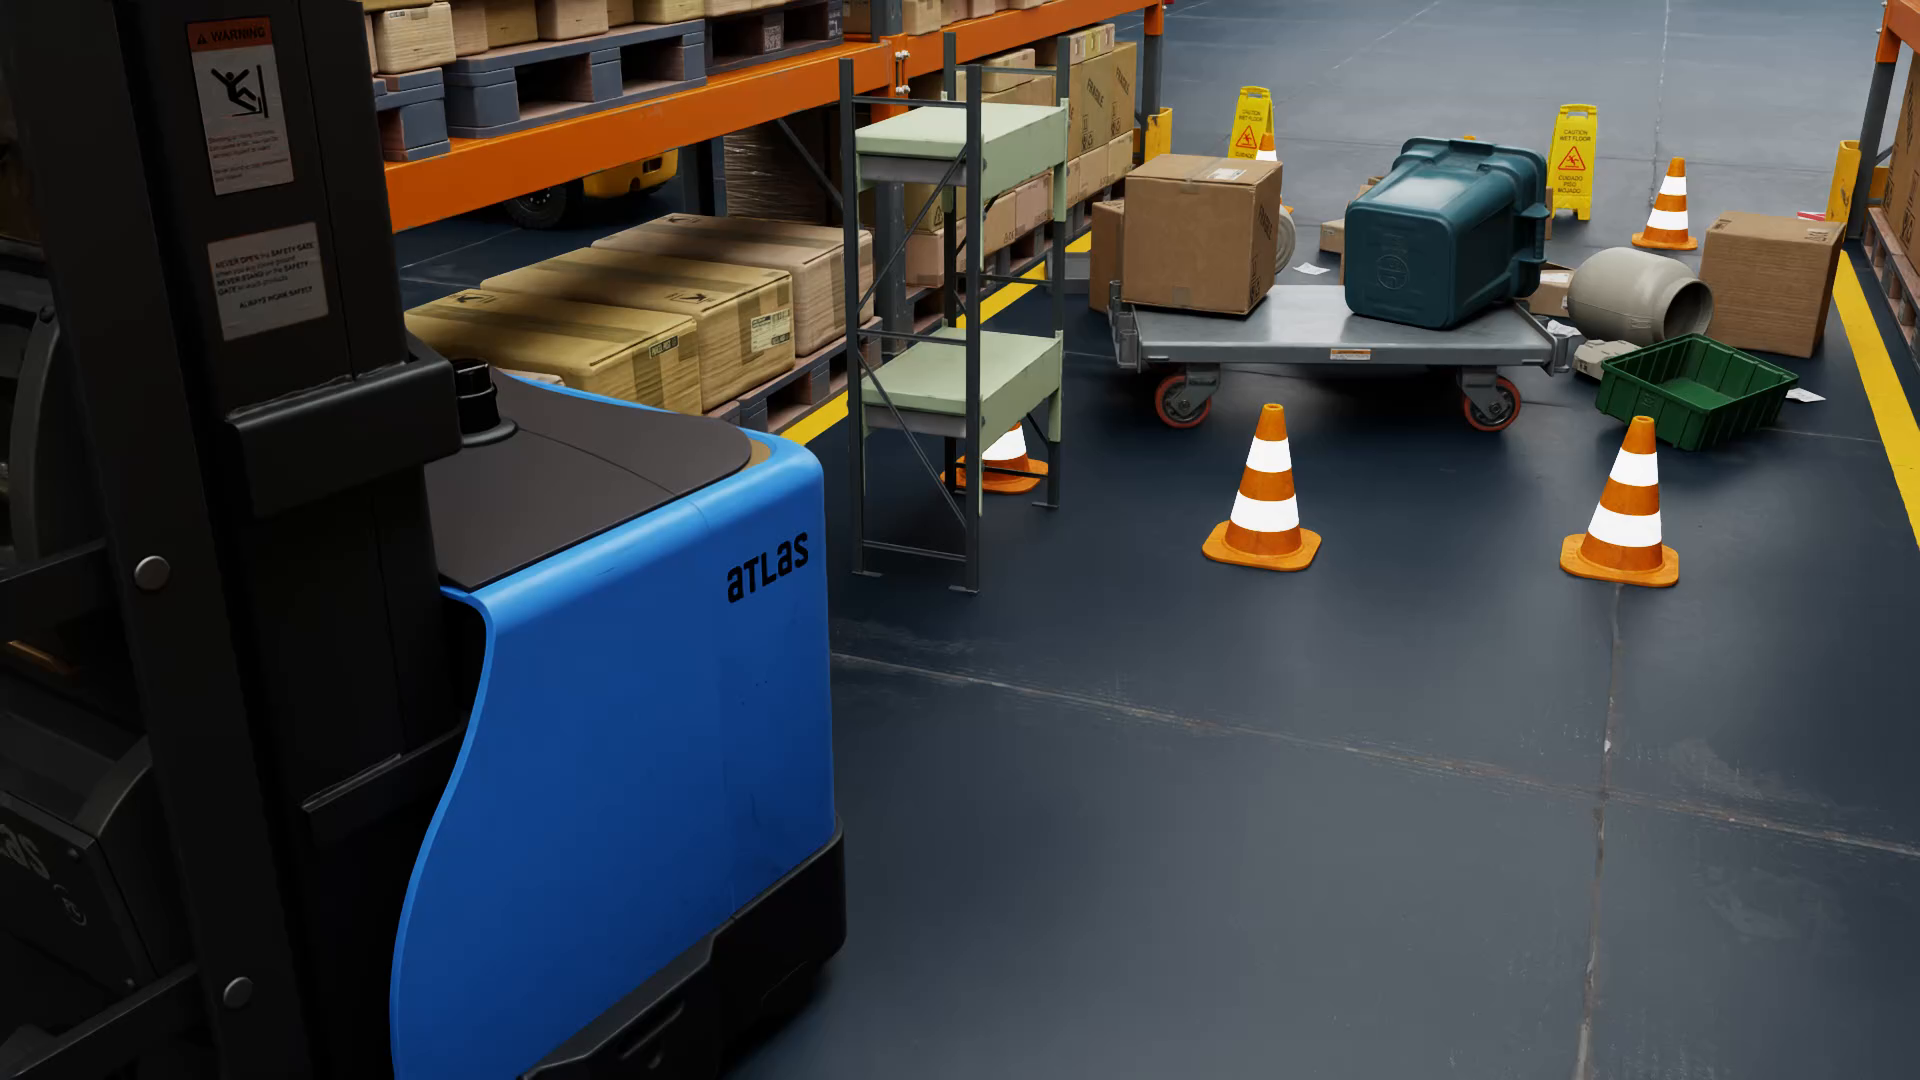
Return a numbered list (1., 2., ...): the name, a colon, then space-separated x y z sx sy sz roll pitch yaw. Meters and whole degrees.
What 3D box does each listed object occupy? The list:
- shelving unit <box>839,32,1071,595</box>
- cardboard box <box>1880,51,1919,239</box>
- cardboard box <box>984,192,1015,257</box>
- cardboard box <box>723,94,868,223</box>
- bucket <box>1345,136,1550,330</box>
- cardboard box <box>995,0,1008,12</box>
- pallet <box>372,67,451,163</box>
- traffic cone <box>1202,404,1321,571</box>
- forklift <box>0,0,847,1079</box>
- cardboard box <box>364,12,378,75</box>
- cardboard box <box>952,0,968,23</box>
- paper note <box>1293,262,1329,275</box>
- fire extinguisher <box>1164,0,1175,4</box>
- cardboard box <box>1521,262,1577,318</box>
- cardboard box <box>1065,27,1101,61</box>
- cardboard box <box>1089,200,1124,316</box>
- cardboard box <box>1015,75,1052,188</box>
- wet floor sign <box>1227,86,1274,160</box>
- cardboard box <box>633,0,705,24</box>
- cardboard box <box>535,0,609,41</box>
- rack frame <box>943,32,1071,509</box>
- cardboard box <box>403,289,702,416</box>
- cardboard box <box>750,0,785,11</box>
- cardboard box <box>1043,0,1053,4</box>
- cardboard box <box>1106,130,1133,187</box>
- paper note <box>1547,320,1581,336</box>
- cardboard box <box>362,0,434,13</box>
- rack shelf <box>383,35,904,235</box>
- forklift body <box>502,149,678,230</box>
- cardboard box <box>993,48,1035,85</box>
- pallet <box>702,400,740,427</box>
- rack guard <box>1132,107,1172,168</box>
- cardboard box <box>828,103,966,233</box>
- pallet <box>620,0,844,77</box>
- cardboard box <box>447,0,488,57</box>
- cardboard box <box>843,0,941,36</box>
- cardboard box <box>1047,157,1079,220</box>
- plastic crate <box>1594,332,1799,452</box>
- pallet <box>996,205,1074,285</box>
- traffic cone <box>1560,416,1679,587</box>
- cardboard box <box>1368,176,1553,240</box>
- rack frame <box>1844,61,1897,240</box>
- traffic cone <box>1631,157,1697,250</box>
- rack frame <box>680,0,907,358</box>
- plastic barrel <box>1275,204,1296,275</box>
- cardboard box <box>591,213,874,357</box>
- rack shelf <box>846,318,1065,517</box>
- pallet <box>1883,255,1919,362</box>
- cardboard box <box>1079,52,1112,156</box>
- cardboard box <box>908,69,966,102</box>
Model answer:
1. shelving unit: 0.002 -0.694 4.967 0.431 1.500 0.755 9 24 20
2. cardboard box: 5.212 -1.974 8.295 0.875 0.875 0.875 9 24 20
3. cardboard box: -0.059 -1.544 8.076 0.500 0.250 0.500 10 25 23
4. cardboard box: -0.746 -1.775 7.656 0.500 0.500 0.500 8 24 19
5. bucket: 1.827 -1.151 6.388 0.726 0.611 0.620 19 39 38
6. cardboard box: 0.009 -2.585 7.873 0.380 0.149 0.250 9 24 20
7. pallet: -2.036 -1.004 4.010 1.213 0.211 1.003 9 24 20
8. traffic cone: 0.944 -0.192 5.109 0.336 0.463 0.334 9 24 20
9. forklift: -1.448 -0.155 1.817 1.130 2.935 3.031 14 27 30
10. cardboard box: -1.628 -1.177 3.958 0.380 0.149 0.250 7 24 17
11. cardboard box: -0.186 -2.402 7.434 0.380 0.149 0.250 9 24 20
12. paper note: 1.812 -1.404 8.586 0.148 0.019 0.142 19 29 38
13. fire extinguisher: 1.240 -3.624 10.135 0.296 0.674 0.183 9 24 20
14. cardboard box: 2.845 -1.198 7.774 0.396 0.266 0.258 13 26 29
15. cardboard box: 0.544 -2.701 9.032 0.380 0.149 0.250 9 24 21
16. cardboard box: 0.945 -1.290 7.686 0.500 0.500 0.500 -12 25 -26
17. cardboard box: 0.136 -2.075 8.377 0.500 0.500 0.500 10 25 23
18. wet floor sign: 1.833 -2.513 10.430 0.267 0.644 0.232 19 29 38
19. cardboard box: -1.044 -1.745 5.316 0.380 0.149 0.250 9 24 20
20. cardboard box: -1.264 -1.561 4.876 0.380 0.149 0.250 10 25 22
21. rack frame: 0.138 -0.825 5.280 0.400 1.500 0.023 9 24 20
22. cardboard box: -1.429 -0.540 5.515 0.950 0.372 0.625 10 25 22
23. cardboard box: -0.828 -1.918 5.732 0.380 0.149 0.250 8 24 19
24. cardboard box: 0.250 -2.755 8.280 0.380 0.149 0.250 9 24 20
25. cardboard box: 0.710 -2.273 9.824 0.500 0.250 0.500 9 24 20
26. paper note: 2.722 -0.955 7.507 0.172 0.023 0.155 19 29 38
27. cardboard box: -1.633 -1.515 3.924 0.500 0.500 0.500 10 25 23
28. rack shelf: -1.459 -1.206 5.178 1.077 0.370 4.000 9 24 20
29. forklift body: -2.851 -3.063 9.792 2.313 2.155 1.214 9 24 20
30. cardboard box: 0.142 -2.313 8.105 0.380 0.149 0.250 10 25 23
31. pallet: -1.456 -0.250 5.574 1.003 0.211 1.213 9 24 20
32. rack guard: 0.741 -2.504 10.597 1.175 0.500 0.348 9 24 20
33. cardboard box: -0.247 -1.697 7.470 0.500 0.500 0.500 10 25 23
34. pallet: -1.135 -1.912 6.185 1.003 0.211 1.213 9 24 20
35. cardboard box: -1.490 -1.370 4.419 0.380 0.149 0.250 10 25 23
36. cardboard box: -0.302 -2.204 6.961 0.380 0.149 0.250 9 24 20
37. cardboard box: 0.330 -1.910 8.953 0.500 0.250 0.500 8 24 18
38. plastic crate: 2.765 -0.560 6.272 0.662 0.188 0.450 -17 38 -35
39. pallet: -0.048 -1.650 8.927 1.003 0.211 1.213 9 24 20
40. traffic cone: 2.017 -0.147 5.001 0.336 0.463 0.334 9 24 20
41. cardboard box: 2.468 -1.542 8.288 0.797 0.503 0.637 -7 24 -17
42. rack frame: 5.403 -3.012 8.570 1.000 3.000 0.127 9 24 20
43. traffic cone: 3.887 -1.855 9.091 0.336 0.463 0.334 9 24 20
44. rack frame: -0.716 -2.253 6.753 1.000 3.000 0.127 9 24 20
45. plastic barrel: 1.408 -1.540 8.388 0.421 0.421 0.512 -12 25 -26
46. cardboard box: -0.909 -1.047 6.728 0.950 0.372 0.625 9 24 21
47. rack shelf: 0.002 -0.394 5.092 0.431 0.370 0.720 9 24 20
48. pallet: 4.724 -0.993 7.354 1.003 0.211 1.213 9 24 20
49. cardboard box: 0.523 -2.445 9.260 0.500 0.500 0.500 10 25 22
50. cardboard box: -0.144 -2.032 7.432 0.380 0.149 0.250 9 24 21
